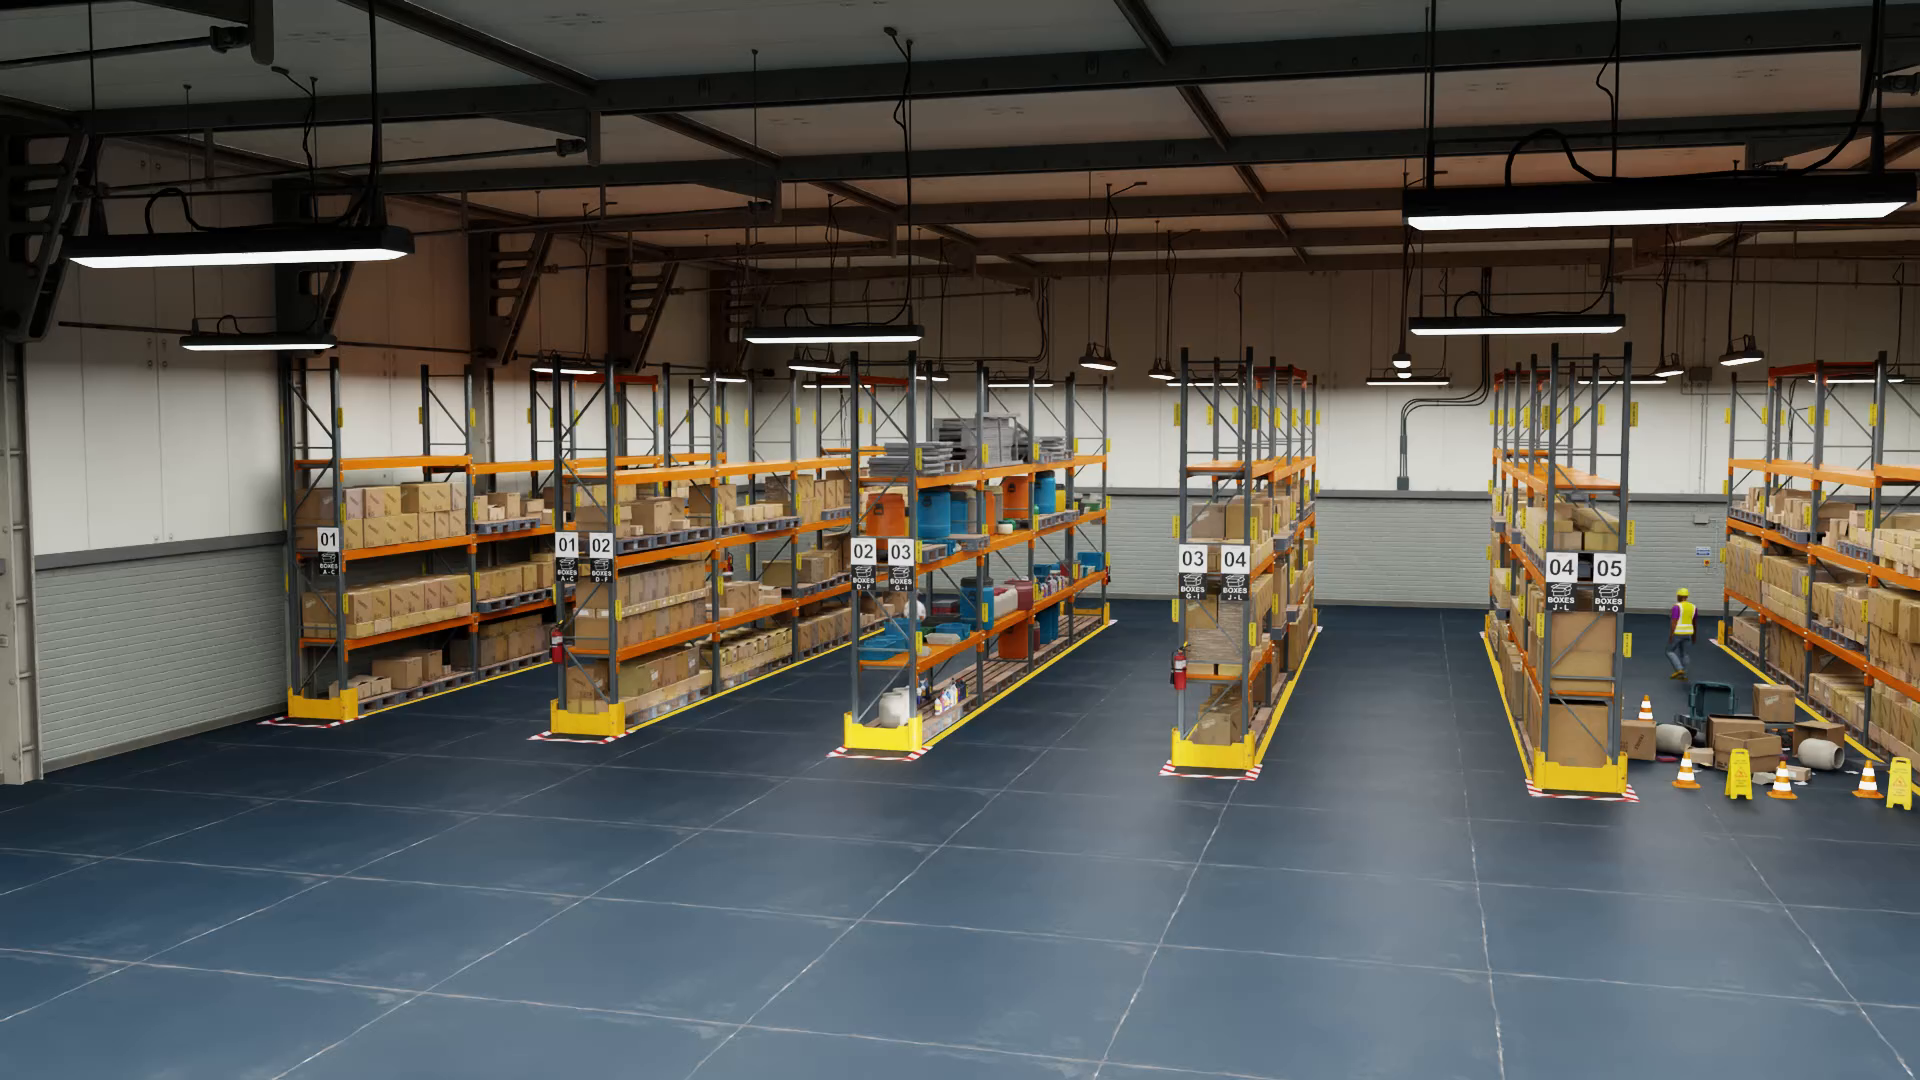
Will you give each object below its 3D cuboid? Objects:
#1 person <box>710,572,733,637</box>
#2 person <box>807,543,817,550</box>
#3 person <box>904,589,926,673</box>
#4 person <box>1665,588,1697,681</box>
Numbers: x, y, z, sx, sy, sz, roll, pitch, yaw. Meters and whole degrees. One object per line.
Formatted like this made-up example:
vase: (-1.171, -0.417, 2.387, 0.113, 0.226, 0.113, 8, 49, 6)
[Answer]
person: (-5.065, 1.553, 35.307, 0.594, 1.727, 0.655, 1, 4, 16)
person: (-3.923, 0.869, 44.991, 0.493, 1.631, 0.853, 1, 4, 13)
person: (-0.895, 1.787, 32.590, 0.543, 1.660, 0.506, 3, 5, 39)
person: (13.745, 1.799, 31.625, 0.613, 1.765, 0.472, -1, 4, -15)
